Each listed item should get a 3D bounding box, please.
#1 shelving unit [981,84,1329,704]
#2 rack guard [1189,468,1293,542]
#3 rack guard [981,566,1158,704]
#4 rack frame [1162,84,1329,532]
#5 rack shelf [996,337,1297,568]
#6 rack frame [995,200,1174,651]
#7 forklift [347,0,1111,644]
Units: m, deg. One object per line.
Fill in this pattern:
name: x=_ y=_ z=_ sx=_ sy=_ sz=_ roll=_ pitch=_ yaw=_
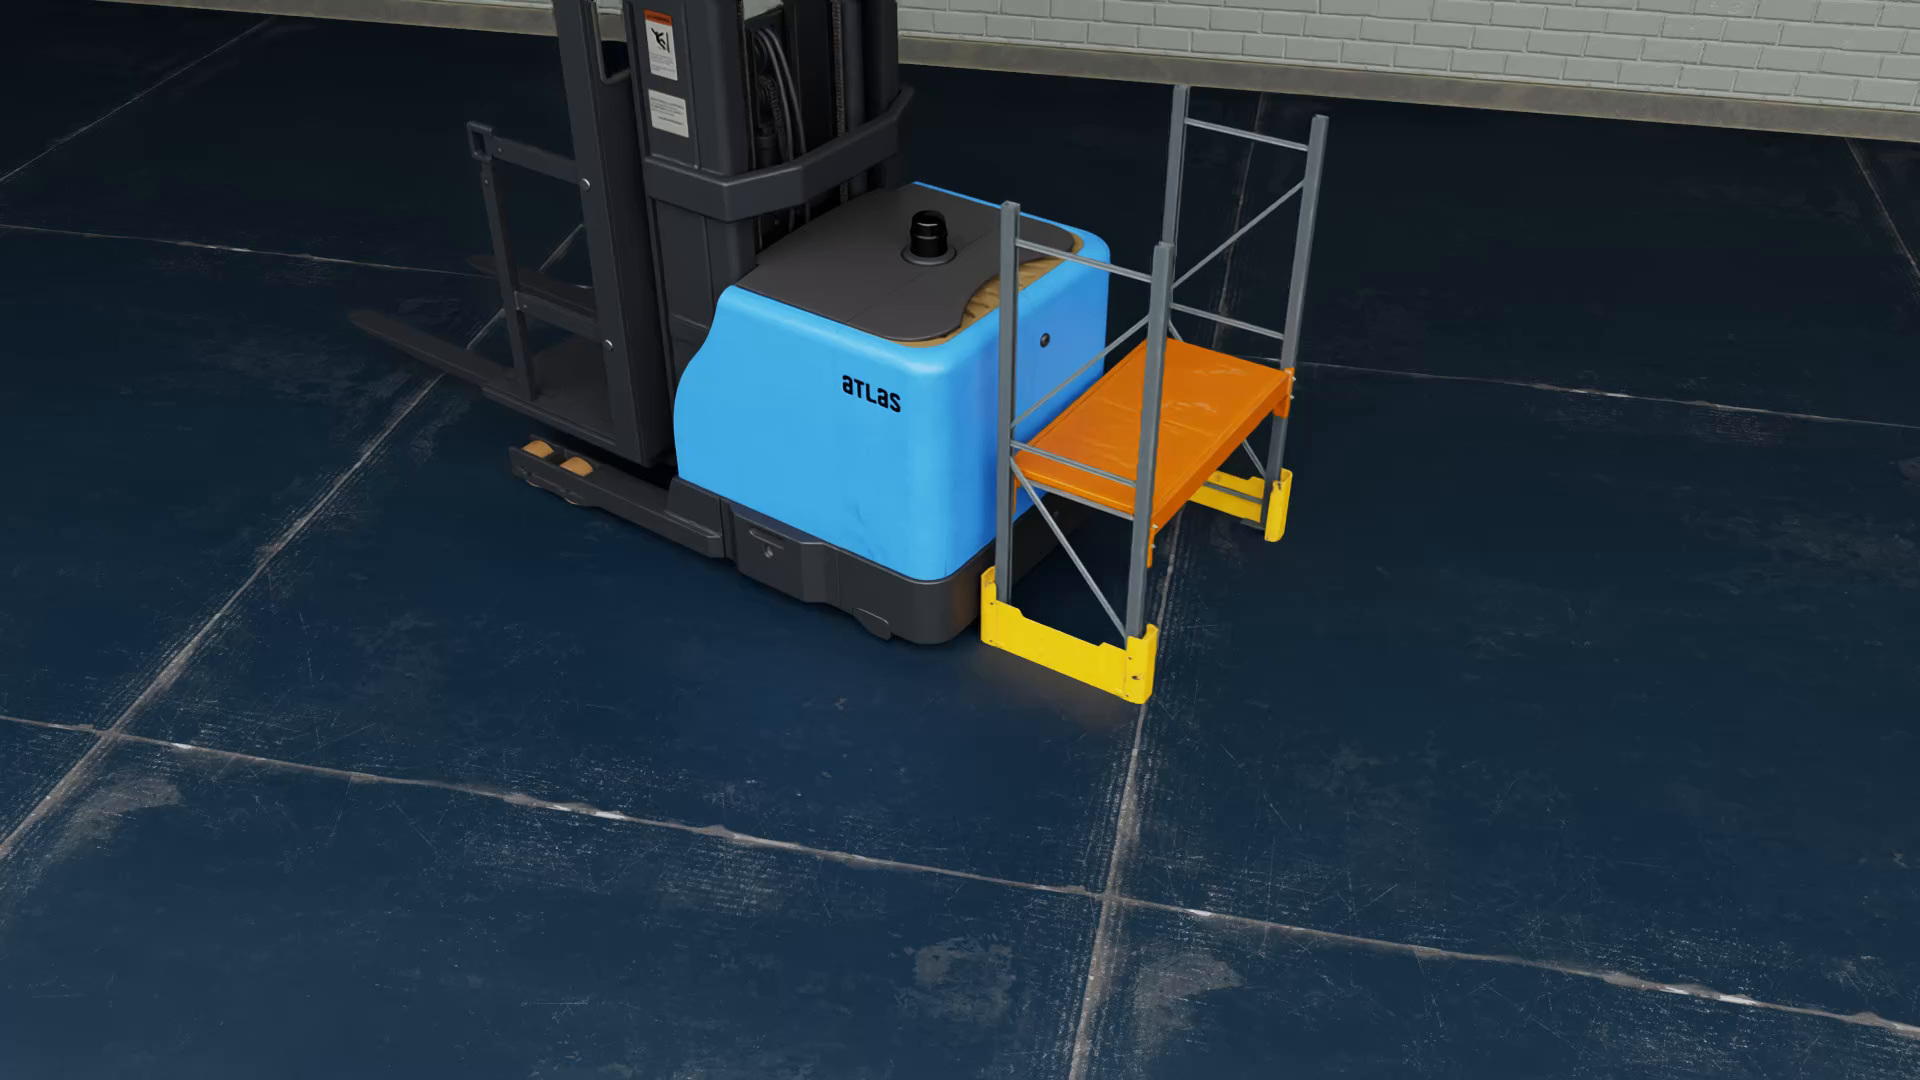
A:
shelving unit: x=0.596 y=-0.462 z=5.109 sx=0.587 sy=1.500 sz=1.083 roll=21 pitch=41 yaw=26
rack guard: x=0.865 y=-0.202 z=5.815 sx=0.587 sy=0.250 sz=0.087 roll=21 pitch=41 yaw=26
rack guard: x=0.328 y=0.290 z=5.136 sx=0.587 sy=0.250 sz=0.087 roll=21 pitch=41 yaw=26
rack frame: x=0.876 y=-0.717 z=5.462 sx=0.500 sy=1.500 sz=0.032 roll=21 pitch=41 yaw=26
rack shelf: x=0.601 y=-0.320 z=5.221 sx=0.538 sy=0.185 sz=1.000 roll=21 pitch=41 yaw=26
rack frame: x=0.327 y=-0.215 z=4.769 sx=0.500 sy=1.500 sz=0.032 roll=21 pitch=41 yaw=26
forklift: x=-1.006 y=-1.542 z=5.380 sx=3.031 sy=2.935 sz=1.130 roll=23 pitch=42 yaw=28
